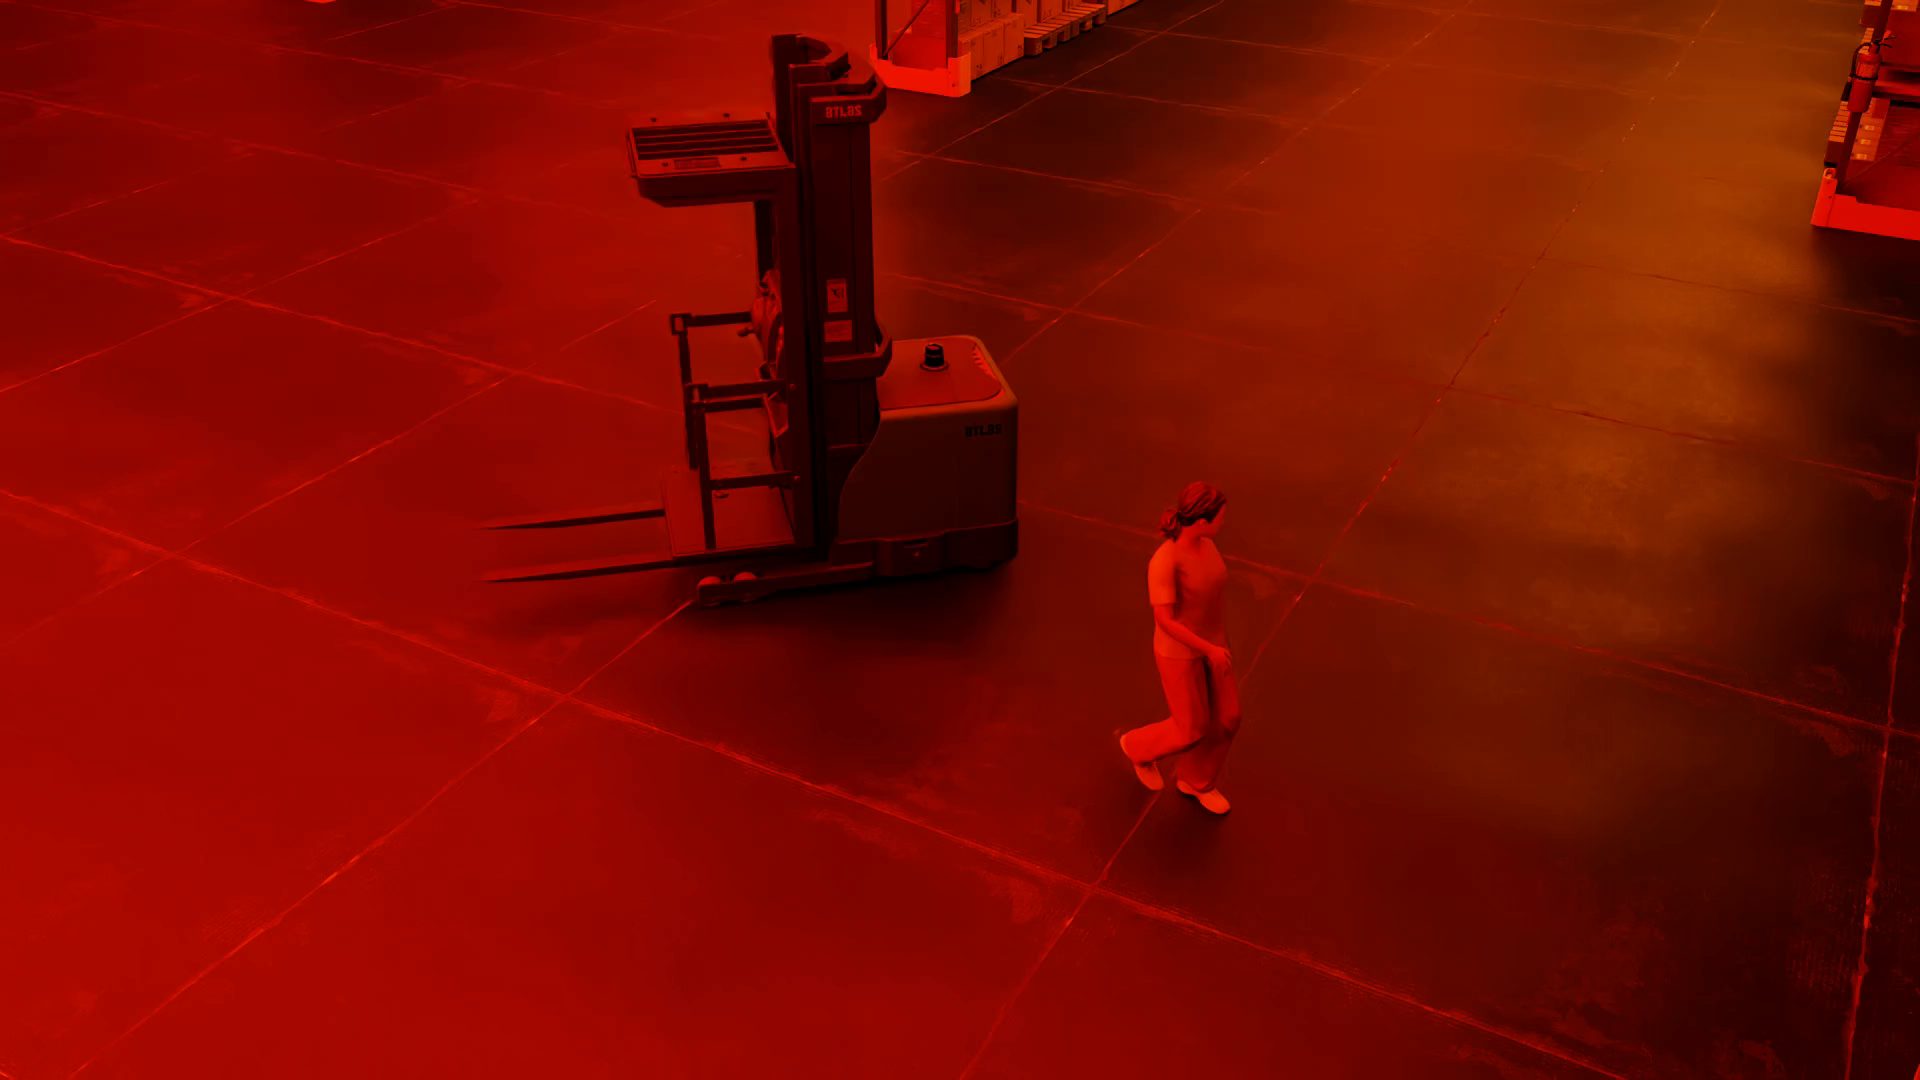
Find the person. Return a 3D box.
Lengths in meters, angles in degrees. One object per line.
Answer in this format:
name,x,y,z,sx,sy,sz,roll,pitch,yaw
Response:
person,1.084,0.474,7.561,0.637,1.630,0.554,-23,37,-34

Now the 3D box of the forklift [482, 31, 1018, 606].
forklift,-1.234,-1.186,9.126,3.031,2.935,1.130,-7,31,-11
